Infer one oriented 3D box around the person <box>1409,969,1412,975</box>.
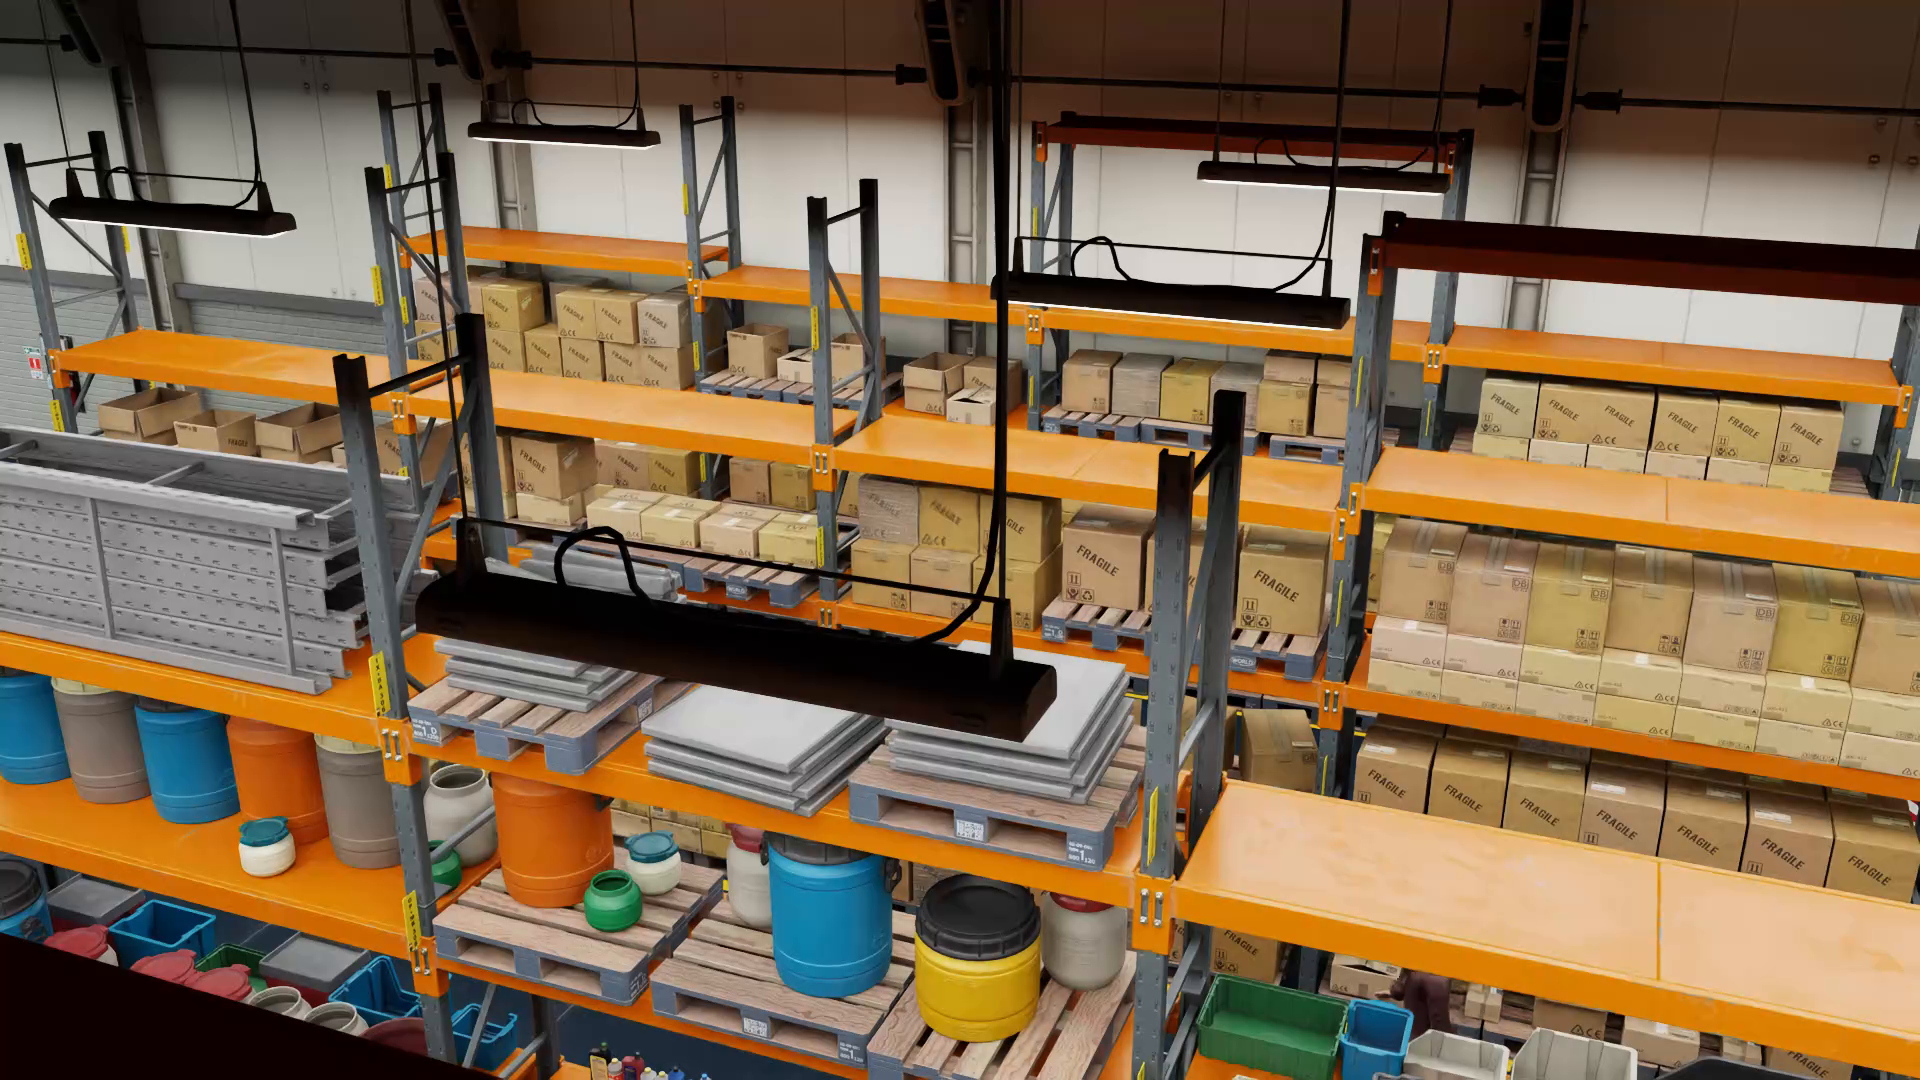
[{"bbox_3d":[3.143,3.050,11.130,0.309,0.659,0.555,6,22,16],"label":"person"}]
